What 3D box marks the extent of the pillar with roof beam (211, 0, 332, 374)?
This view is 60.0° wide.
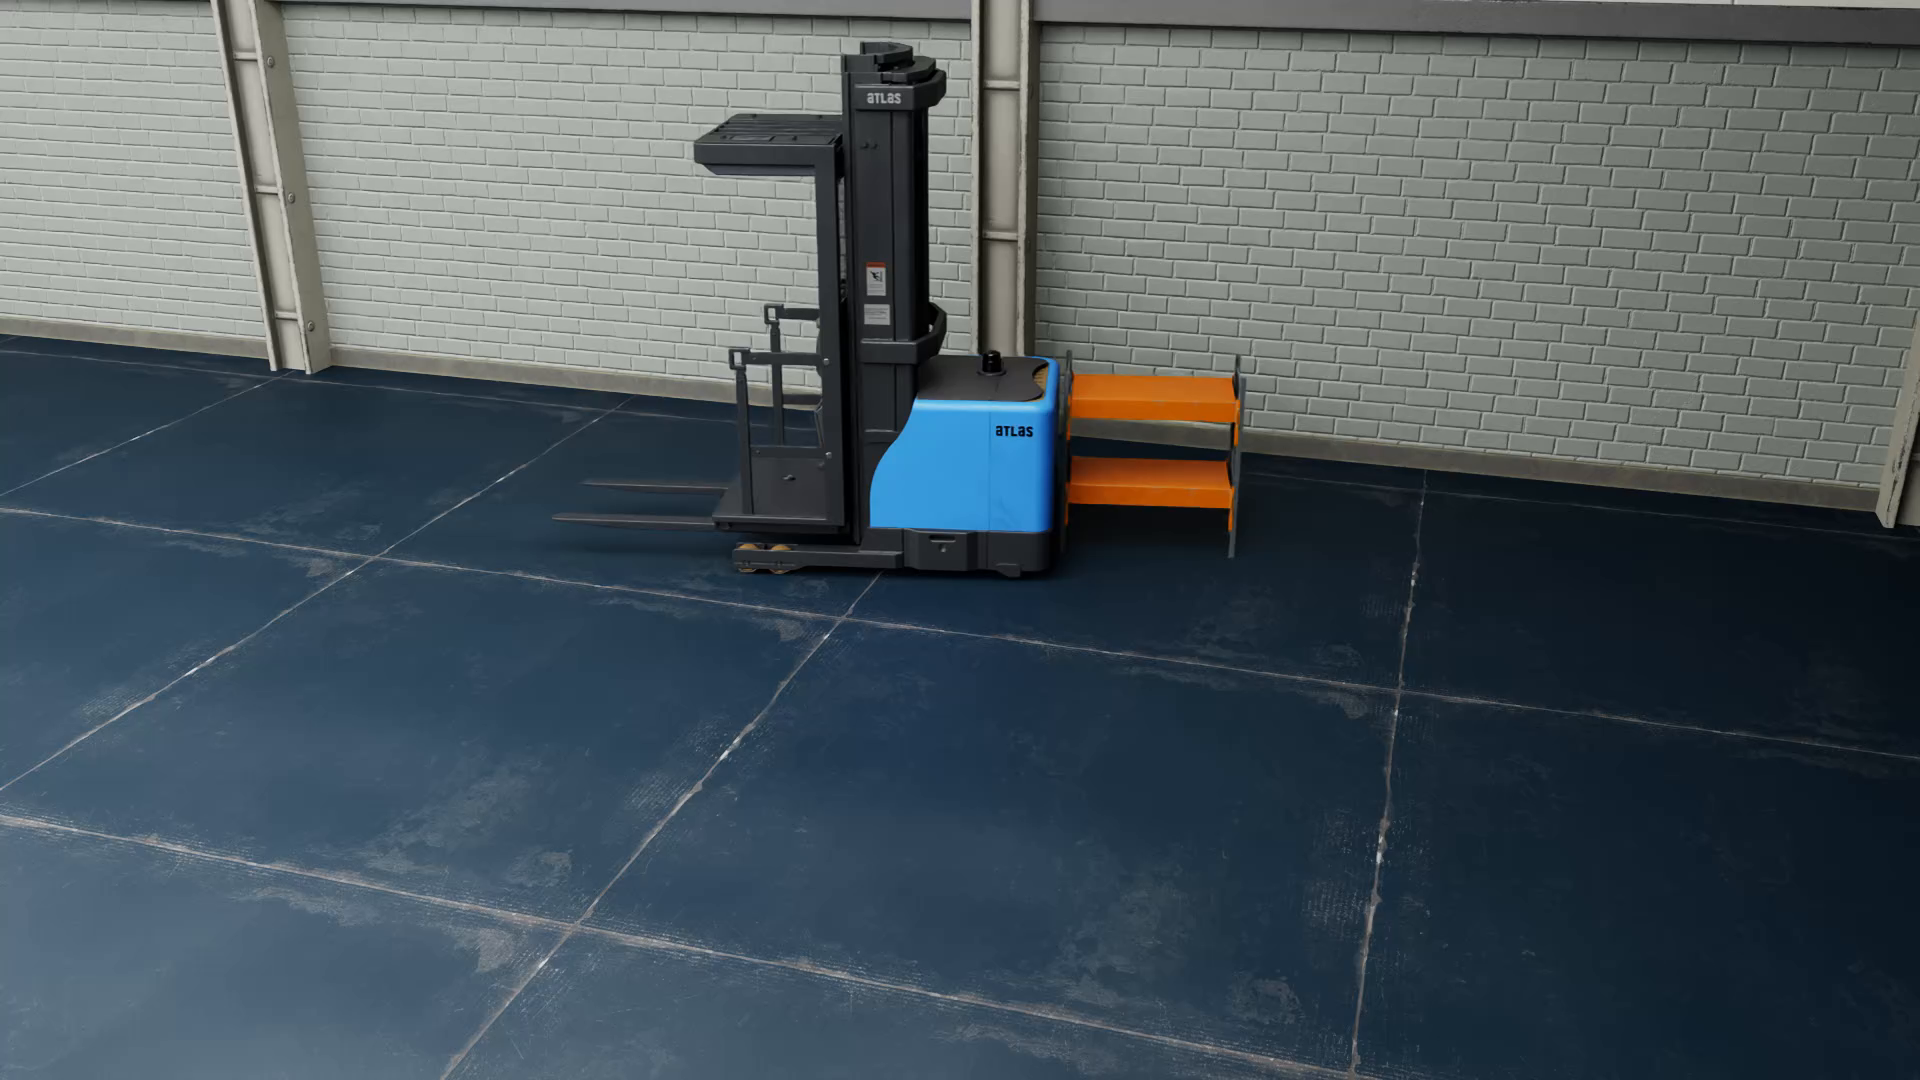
[{"bbox_3d":[-6.681,-4.029,8.236,0.400,9.000,9.100,7,23,16],"label":"pillar with roof beam"}]

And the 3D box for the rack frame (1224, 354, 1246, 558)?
[{"bbox_3d":[1.657,-0.507,10.024,0.032,1.125,0.500,2,22,5],"label":"rack frame"}]

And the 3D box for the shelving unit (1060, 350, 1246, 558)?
[{"bbox_3d":[1.151,-0.525,10.067,1.048,1.125,0.538,2,22,5],"label":"shelving unit"}]

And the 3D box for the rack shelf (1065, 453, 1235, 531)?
[{"bbox_3d":[1.151,-0.298,10.159,1.000,0.278,0.538,2,22,5],"label":"rack shelf"}]

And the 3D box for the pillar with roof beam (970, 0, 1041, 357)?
[{"bbox_3d":[-0.937,-3.372,6.632,0.400,9.000,9.100,7,23,16],"label":"pillar with roof beam"}]

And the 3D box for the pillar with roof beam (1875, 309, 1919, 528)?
[{"bbox_3d":[4.807,-2.714,5.029,0.400,9.000,9.100,7,23,16],"label":"pillar with roof beam"}]

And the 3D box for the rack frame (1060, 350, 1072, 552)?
[{"bbox_3d":[0.645,-0.542,10.109,0.032,1.125,0.500,2,22,5],"label":"rack frame"}]

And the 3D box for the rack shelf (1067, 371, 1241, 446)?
[{"bbox_3d":[1.151,-0.795,9.956,1.000,0.278,0.538,2,22,5],"label":"rack shelf"}]

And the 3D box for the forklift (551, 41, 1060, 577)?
[{"bbox_3d":[-0.925,-1.353,9.707,3.031,2.935,1.130,2,22,5],"label":"forklift"}]
